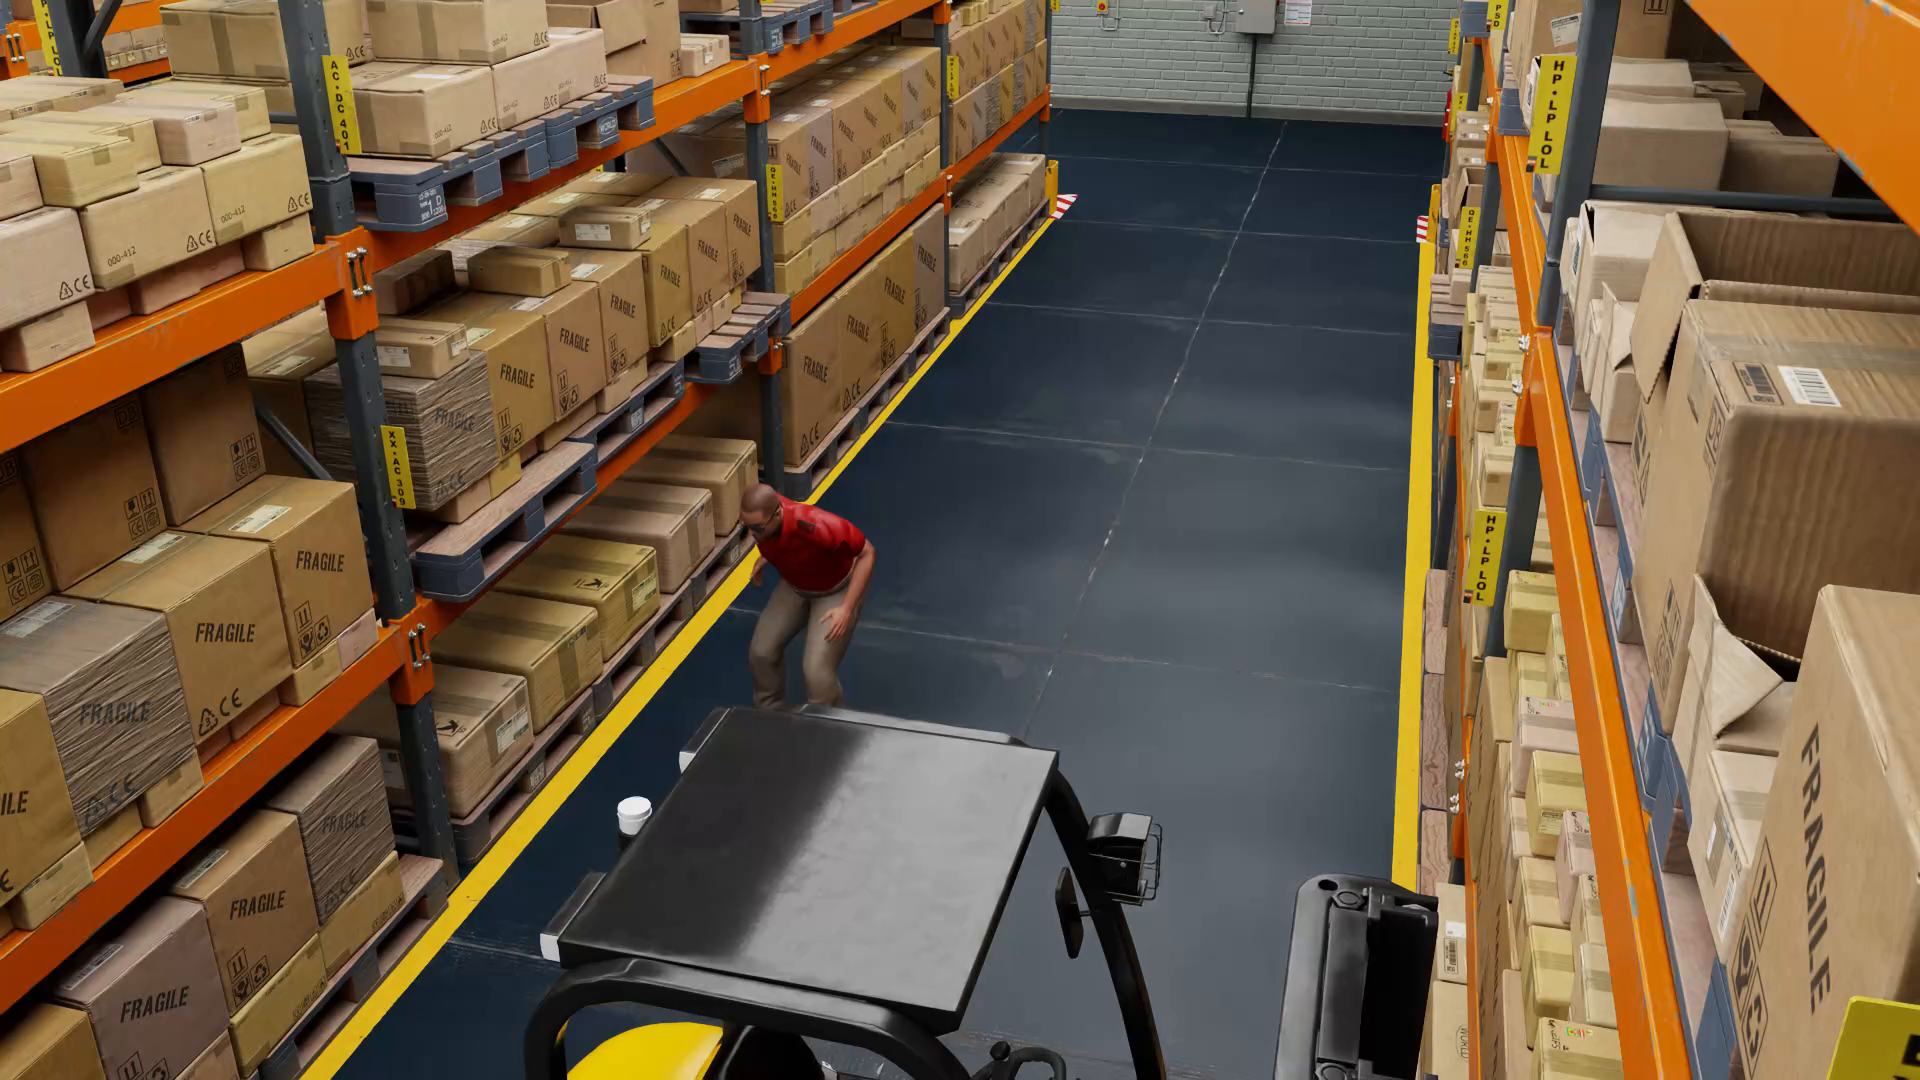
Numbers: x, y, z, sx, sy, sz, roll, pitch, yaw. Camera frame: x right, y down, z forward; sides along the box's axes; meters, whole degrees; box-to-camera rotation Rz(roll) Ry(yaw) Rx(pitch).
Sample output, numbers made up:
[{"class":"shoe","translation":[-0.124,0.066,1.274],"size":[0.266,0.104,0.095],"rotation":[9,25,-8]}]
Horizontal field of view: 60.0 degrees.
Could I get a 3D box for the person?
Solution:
[{"class":"person","translation":[-0.739,0.339,7.694],"size":[0.734,1.484,0.732],"rotation":[16,29,30]}]
